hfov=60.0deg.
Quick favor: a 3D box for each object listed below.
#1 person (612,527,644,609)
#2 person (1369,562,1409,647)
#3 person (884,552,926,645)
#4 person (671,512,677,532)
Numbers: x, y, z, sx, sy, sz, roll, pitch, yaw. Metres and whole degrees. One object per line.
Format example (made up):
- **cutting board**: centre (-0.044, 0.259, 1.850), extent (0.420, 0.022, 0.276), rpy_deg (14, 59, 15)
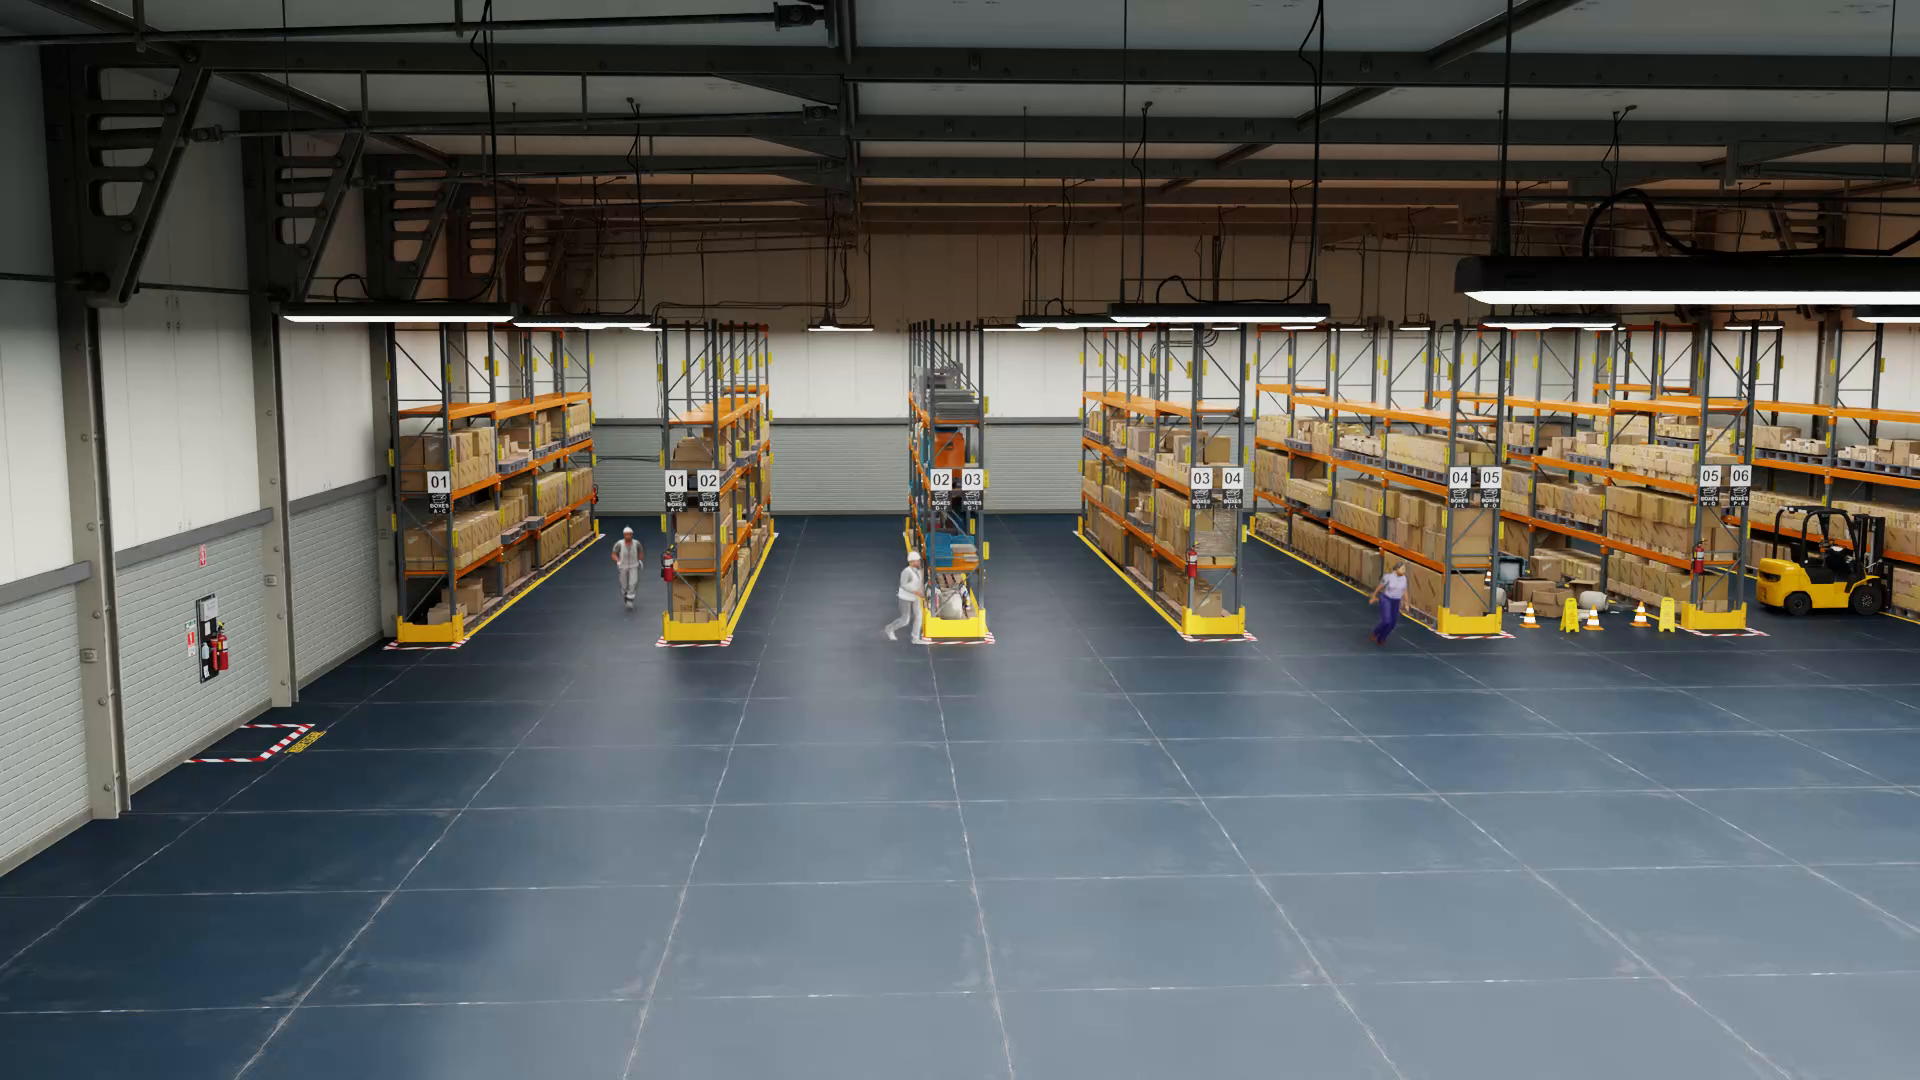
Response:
- **person**: centre (-6.957, 0.579, 34.845), extent (0.653, 1.732, 0.714), rpy_deg (-2, 7, -13)
- **person**: centre (7.883, 1.181, 30.547), extent (0.638, 1.588, 0.553), rpy_deg (-4, 8, -27)
- **person**: centre (-1.010, 1.071, 30.808), extent (0.859, 1.740, 0.650), rpy_deg (4, 8, 31)
- **person**: centre (-7.428, -0.483, 44.303), extent (0.734, 1.518, 1.016), rpy_deg (-2, 7, -19)
